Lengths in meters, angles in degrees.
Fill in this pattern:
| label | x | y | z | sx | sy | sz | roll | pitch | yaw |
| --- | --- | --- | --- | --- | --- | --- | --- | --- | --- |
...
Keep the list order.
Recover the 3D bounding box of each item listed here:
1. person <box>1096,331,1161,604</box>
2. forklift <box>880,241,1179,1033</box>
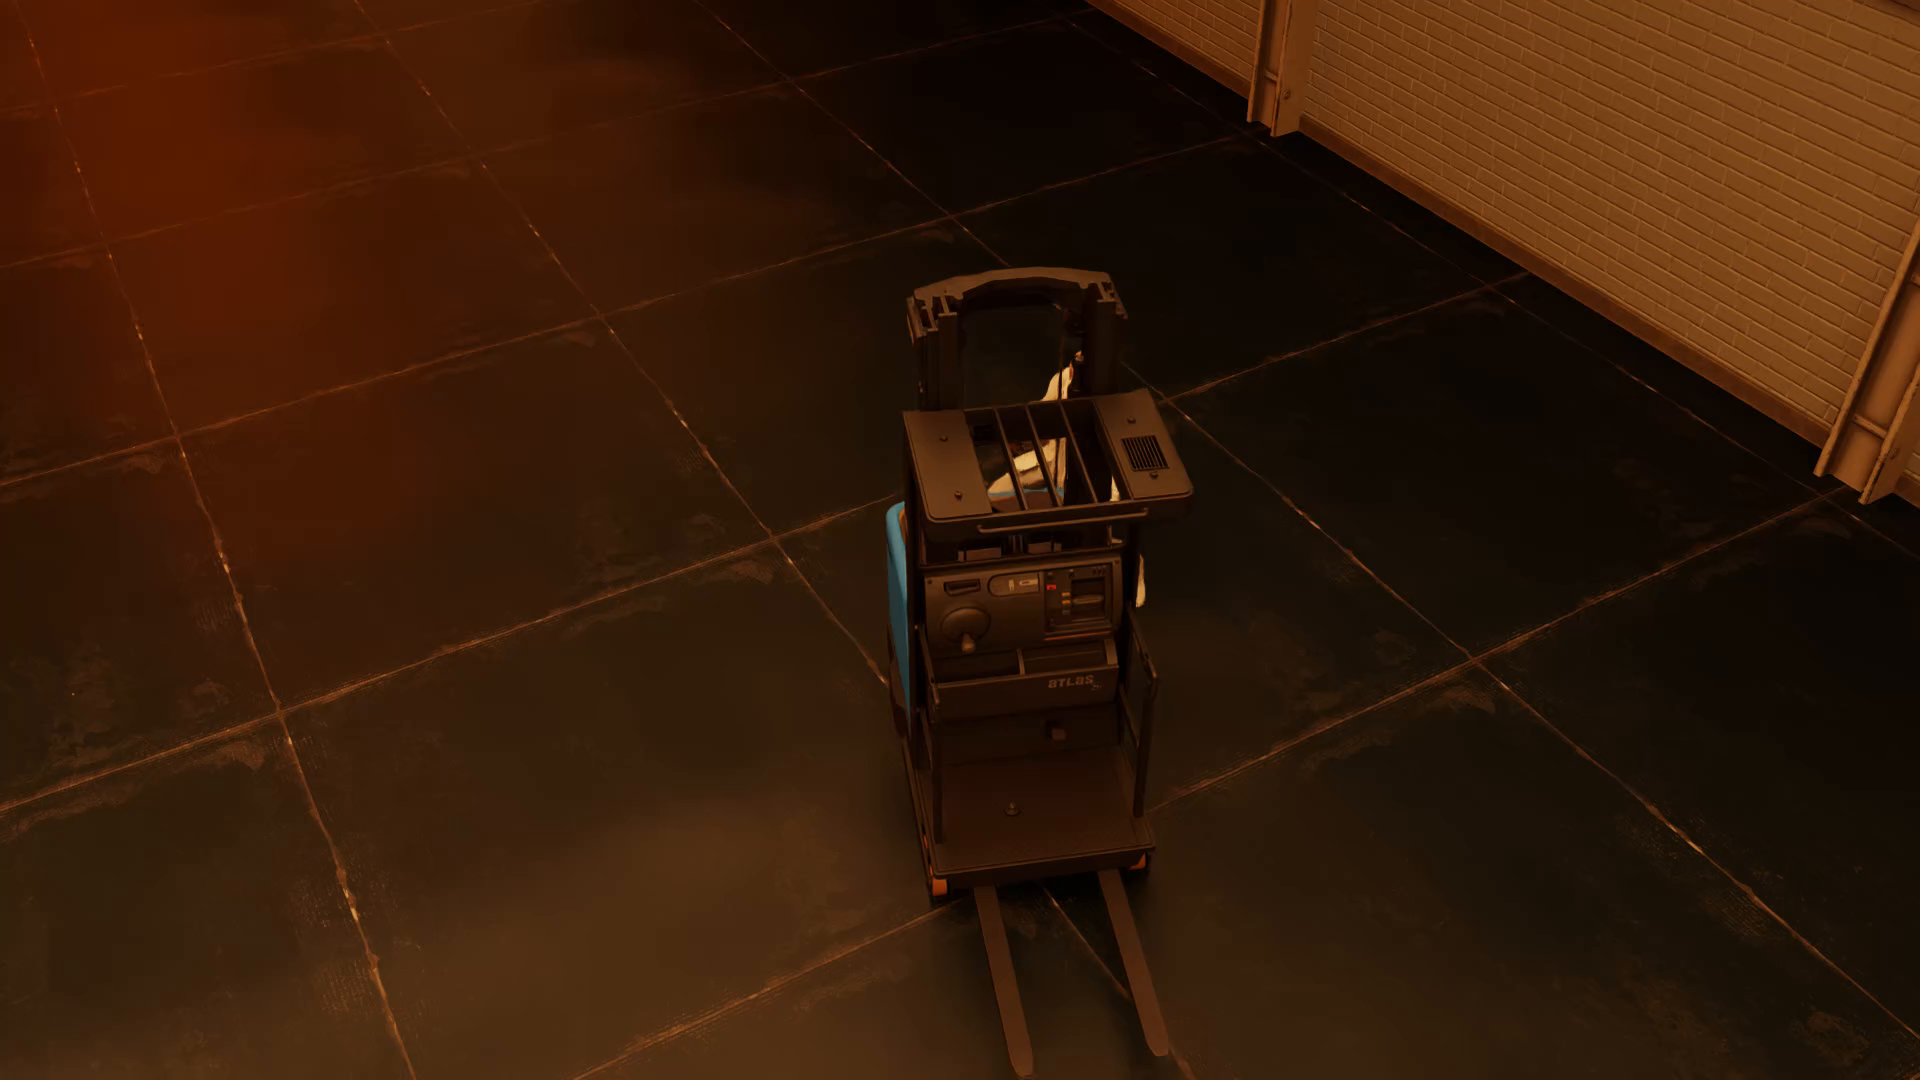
| label | x | y | z | sx | sy | sz | roll | pitch | yaw |
| --- | --- | --- | --- | --- | --- | --- | --- | --- | --- |
| person | 0.922 | -0.538 | 9.684 | 0.584 | 1.739 | 0.936 | -12 | 41 | -15 |
| forklift | 0.300 | 0.235 | 7.753 | 1.130 | 2.935 | 3.031 | -6 | 40 | -7 |
